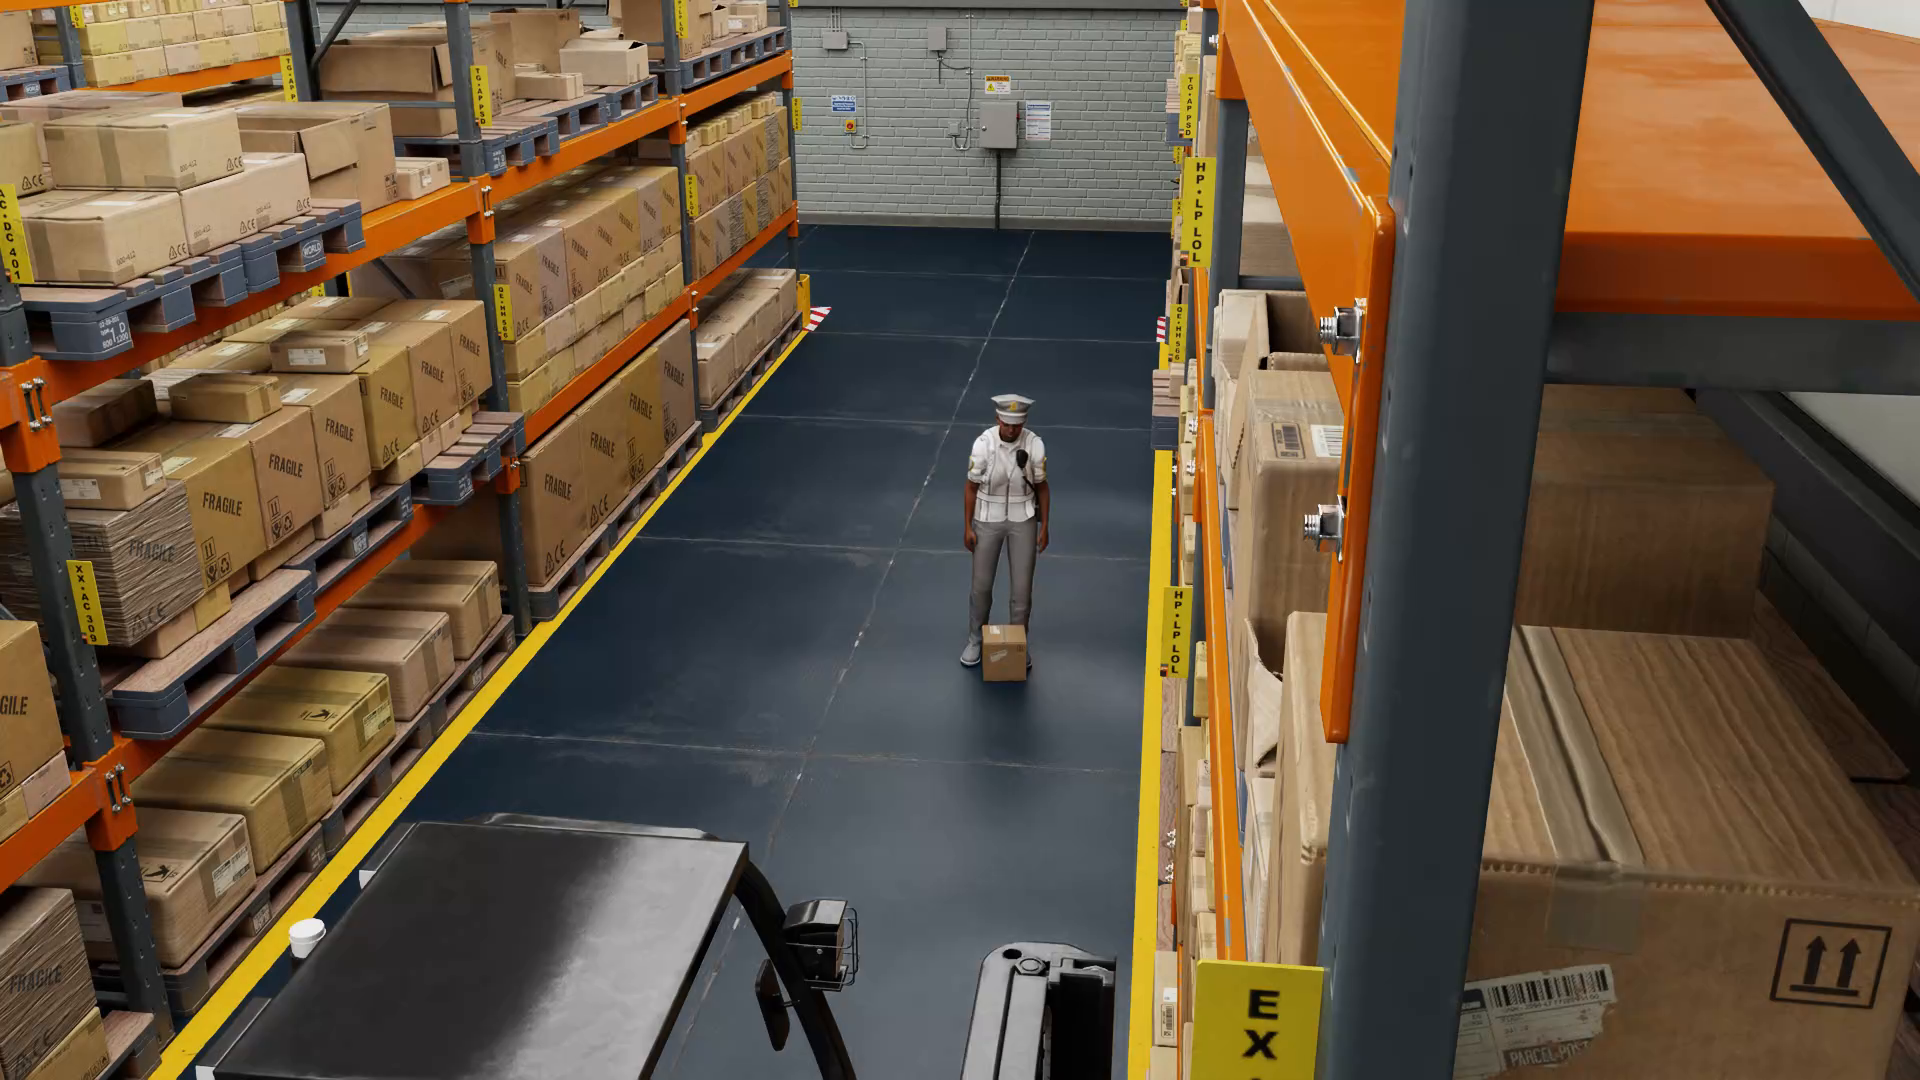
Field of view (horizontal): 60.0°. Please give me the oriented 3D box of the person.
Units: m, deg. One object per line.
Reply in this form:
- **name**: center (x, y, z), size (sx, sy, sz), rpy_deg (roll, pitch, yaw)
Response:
- **person**: center (0.264, -0.067, 9.757), size (0.521, 1.659, 0.417), rpy_deg (0, 21, 0)
